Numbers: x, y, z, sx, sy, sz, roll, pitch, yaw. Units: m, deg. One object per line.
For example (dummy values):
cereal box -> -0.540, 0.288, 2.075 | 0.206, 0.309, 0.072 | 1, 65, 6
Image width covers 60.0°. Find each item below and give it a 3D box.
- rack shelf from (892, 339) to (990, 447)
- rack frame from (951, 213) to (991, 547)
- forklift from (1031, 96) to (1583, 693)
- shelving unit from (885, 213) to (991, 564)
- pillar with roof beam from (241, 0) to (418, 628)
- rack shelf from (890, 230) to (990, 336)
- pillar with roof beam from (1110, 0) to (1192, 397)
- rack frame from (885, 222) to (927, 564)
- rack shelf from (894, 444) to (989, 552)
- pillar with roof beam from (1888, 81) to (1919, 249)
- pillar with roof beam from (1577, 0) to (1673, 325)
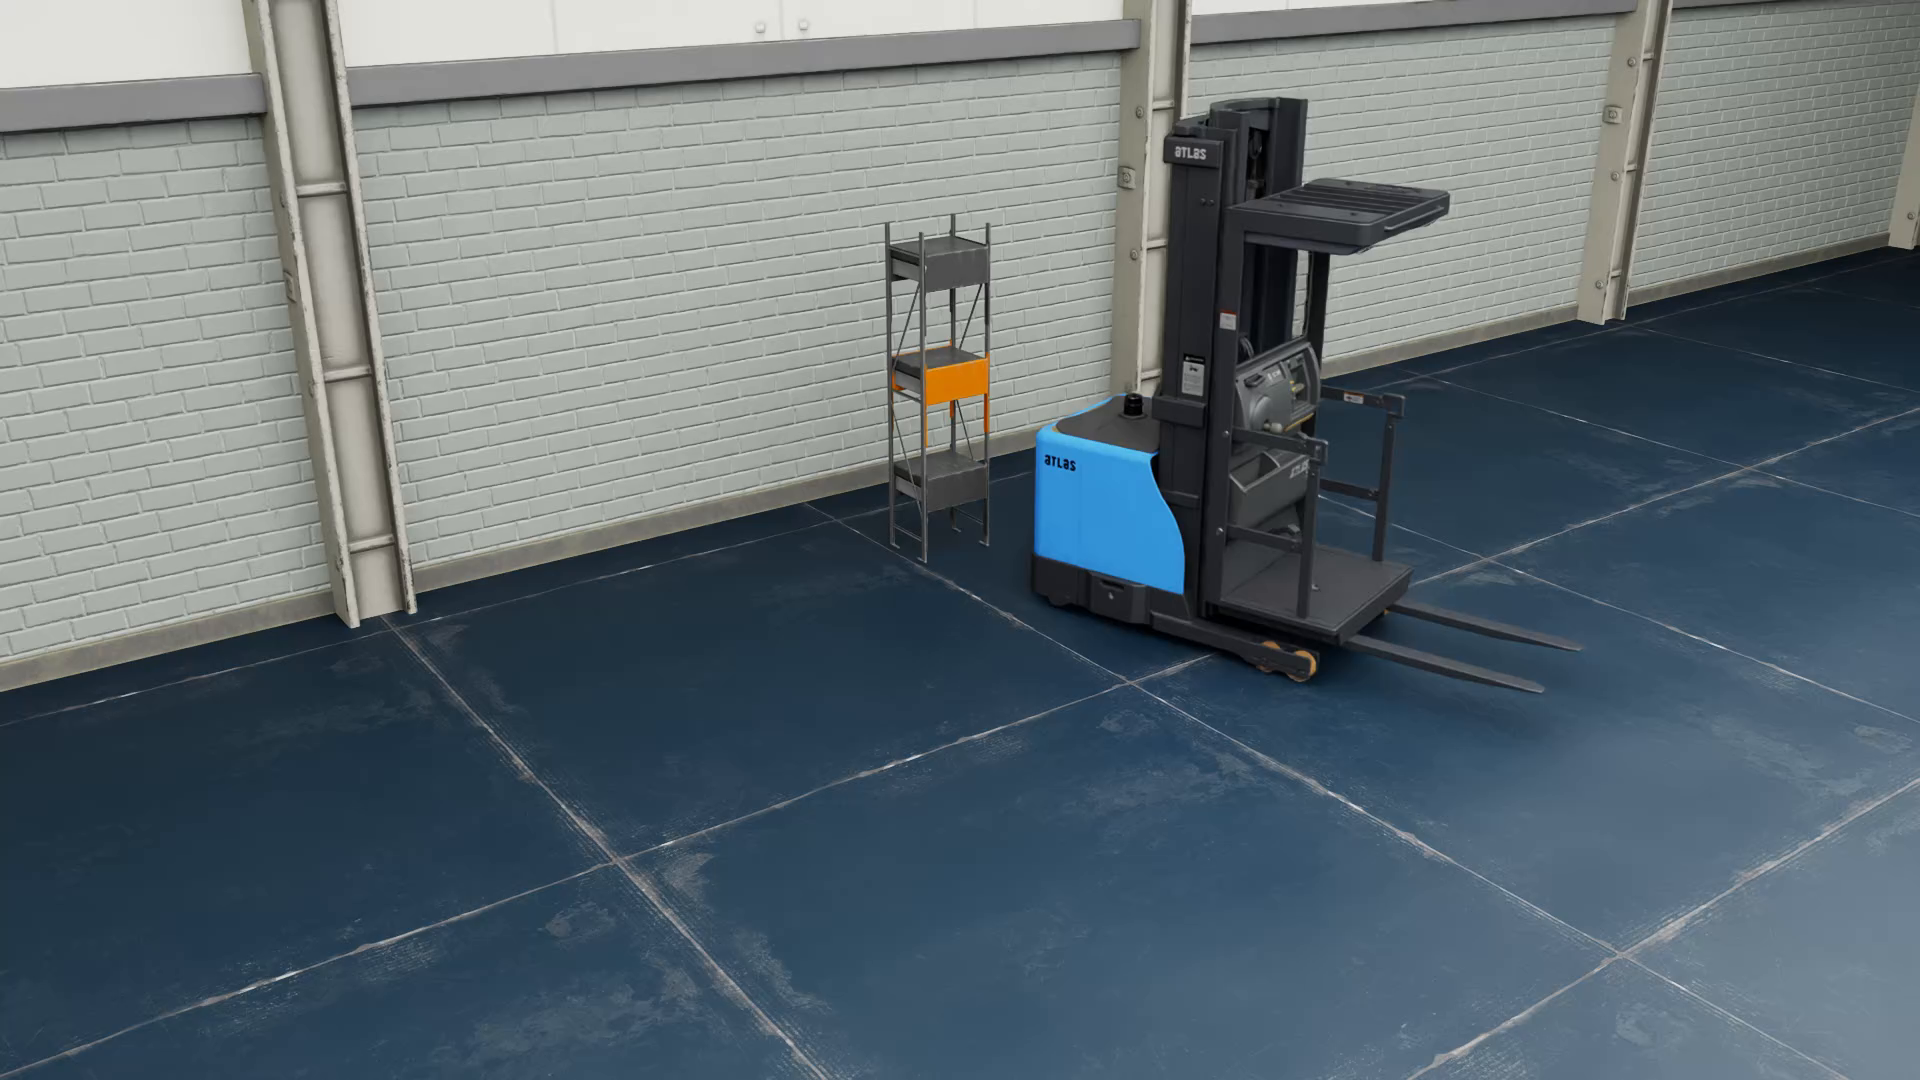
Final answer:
rack shelf -> -0.134, -0.927, 10.422 | 0.480, 0.518, 0.431 | -15, 26, -33
rack frame -> 0.064, -0.992, 10.550 | 0.015, 2.100, 0.400 | -15, 26, -33
forklift -> 1.910, -0.819, 8.995 | 3.031, 2.935, 1.130 | 15, 26, 34
shelving unit -> -0.134, -0.939, 10.417 | 0.503, 2.100, 0.431 | -15, 26, -33
pillar with roof beam -> -0.940, -2.462, 4.925 | 0.400, 9.000, 9.100 | -15, 26, -33
rack shelf -> -0.134, -1.577, 10.163 | 0.480, 0.518, 0.431 | -15, 26, -33
pillar with roof beam -> 3.930, -3.761, 8.180 | 0.400, 9.000, 9.100 | -15, 26, -33
rack frame -> -0.332, -0.887, 10.285 | 0.015, 2.100, 0.400 | -15, 26, -33
rack shelf -> -0.134, -0.277, 10.682 | 0.480, 0.518, 0.431 | -15, 26, -33
pillar with roof beam -> 13.671, -6.358, 14.689 | 0.400, 9.000, 9.100 | -15, 26, -33
pillar with roof beam -> 8.801, -5.060, 11.435 | 0.400, 9.000, 9.100 | -15, 26, -33
